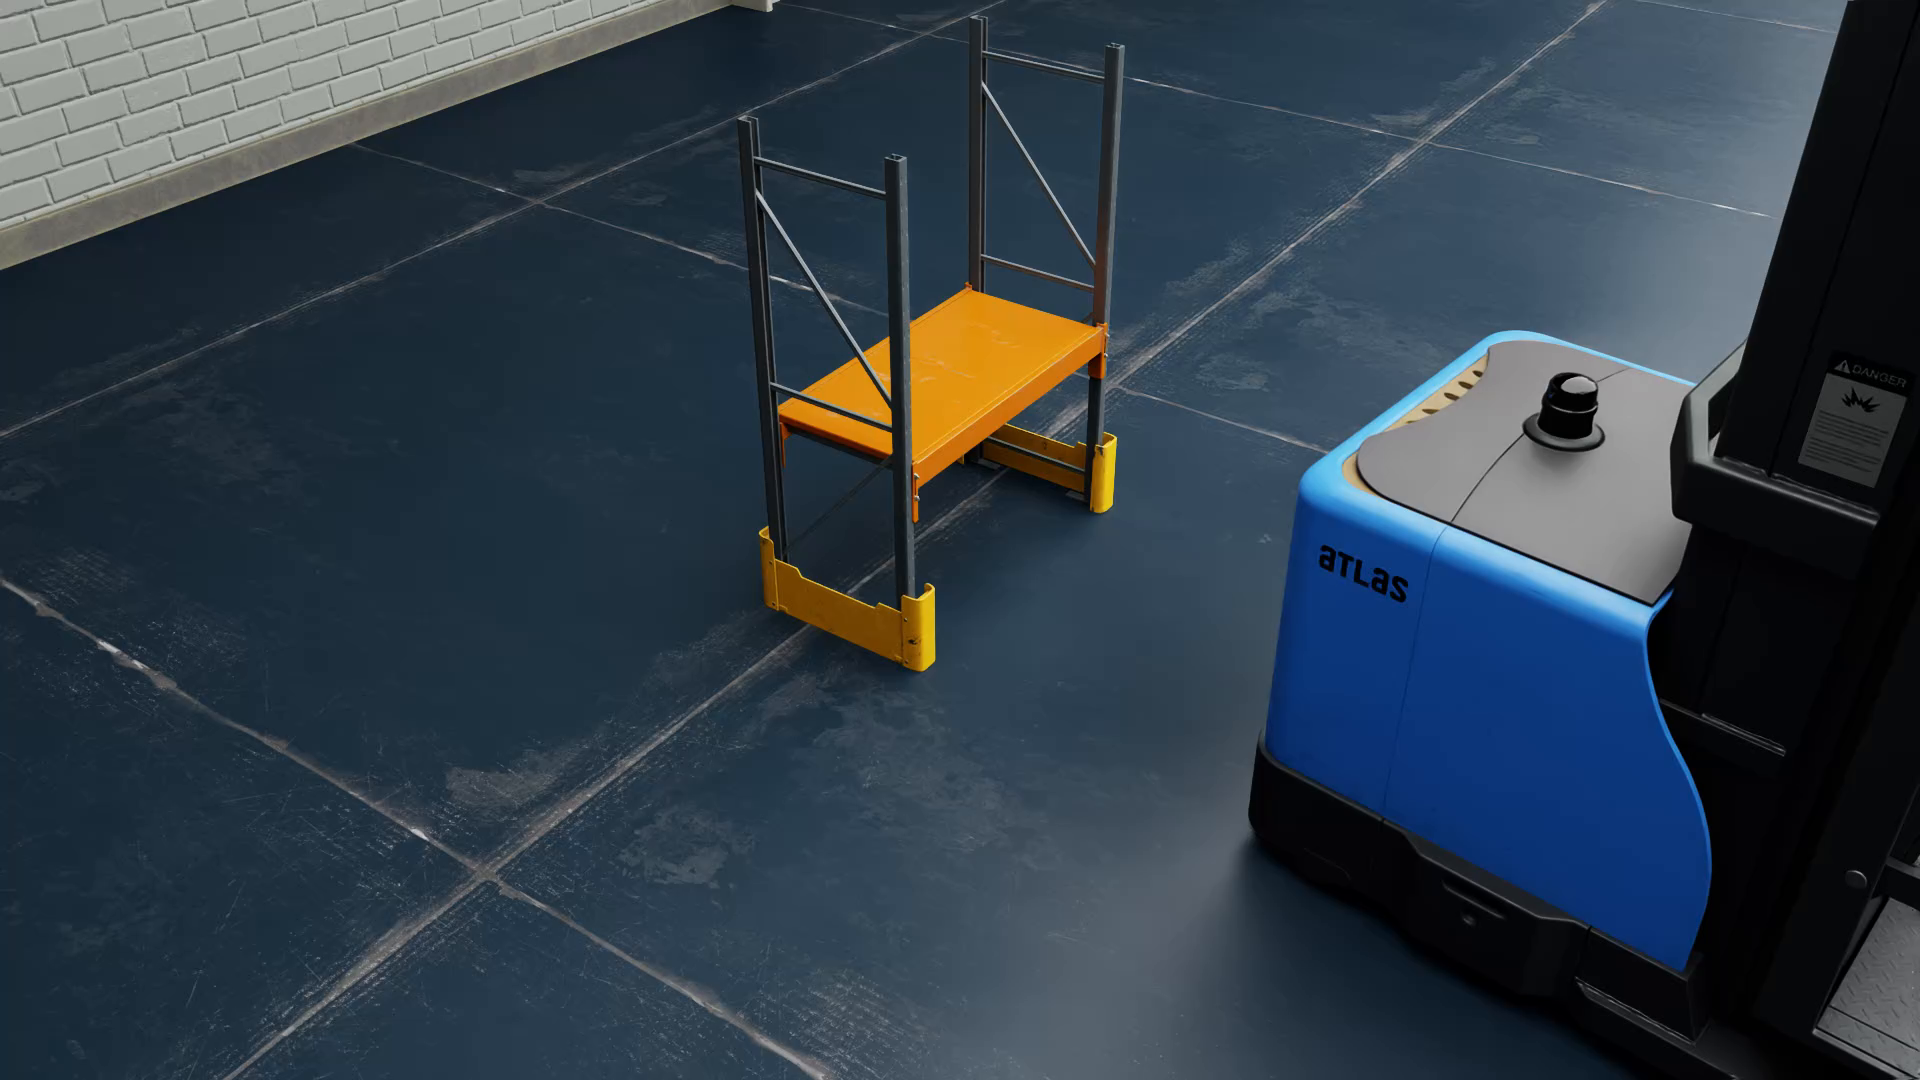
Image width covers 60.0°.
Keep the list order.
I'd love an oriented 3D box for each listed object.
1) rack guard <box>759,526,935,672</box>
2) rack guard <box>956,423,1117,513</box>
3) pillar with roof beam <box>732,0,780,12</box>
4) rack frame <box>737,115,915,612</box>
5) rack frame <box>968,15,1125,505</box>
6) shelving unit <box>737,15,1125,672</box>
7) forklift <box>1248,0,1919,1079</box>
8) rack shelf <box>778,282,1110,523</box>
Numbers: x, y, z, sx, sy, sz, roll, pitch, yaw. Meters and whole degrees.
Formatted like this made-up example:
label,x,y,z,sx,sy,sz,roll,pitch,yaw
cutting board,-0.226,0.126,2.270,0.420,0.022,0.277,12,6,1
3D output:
label,x,y,z,sx,sy,sz,roll,pitch,yaw
rack guard,-0.327,0.161,4.789,0.587,0.250,0.087,21,39,28
rack guard,0.241,-0.298,5.467,0.587,0.250,0.087,21,39,28
pillar with roof beam,2.373,-5.635,5.550,9.100,9.000,0.400,21,39,28
rack frame,-0.338,-0.348,4.426,0.500,1.500,0.032,21,39,28
rack frame,0.241,-0.816,5.118,0.500,1.500,0.032,21,39,28
shelving unit,-0.043,-0.586,4.778,0.587,1.500,1.083,21,39,28
forklift,2.150,-0.119,2.810,3.031,2.935,1.130,26,42,33
rack shelf,-0.049,-0.433,4.873,0.538,0.185,1.000,21,39,28
